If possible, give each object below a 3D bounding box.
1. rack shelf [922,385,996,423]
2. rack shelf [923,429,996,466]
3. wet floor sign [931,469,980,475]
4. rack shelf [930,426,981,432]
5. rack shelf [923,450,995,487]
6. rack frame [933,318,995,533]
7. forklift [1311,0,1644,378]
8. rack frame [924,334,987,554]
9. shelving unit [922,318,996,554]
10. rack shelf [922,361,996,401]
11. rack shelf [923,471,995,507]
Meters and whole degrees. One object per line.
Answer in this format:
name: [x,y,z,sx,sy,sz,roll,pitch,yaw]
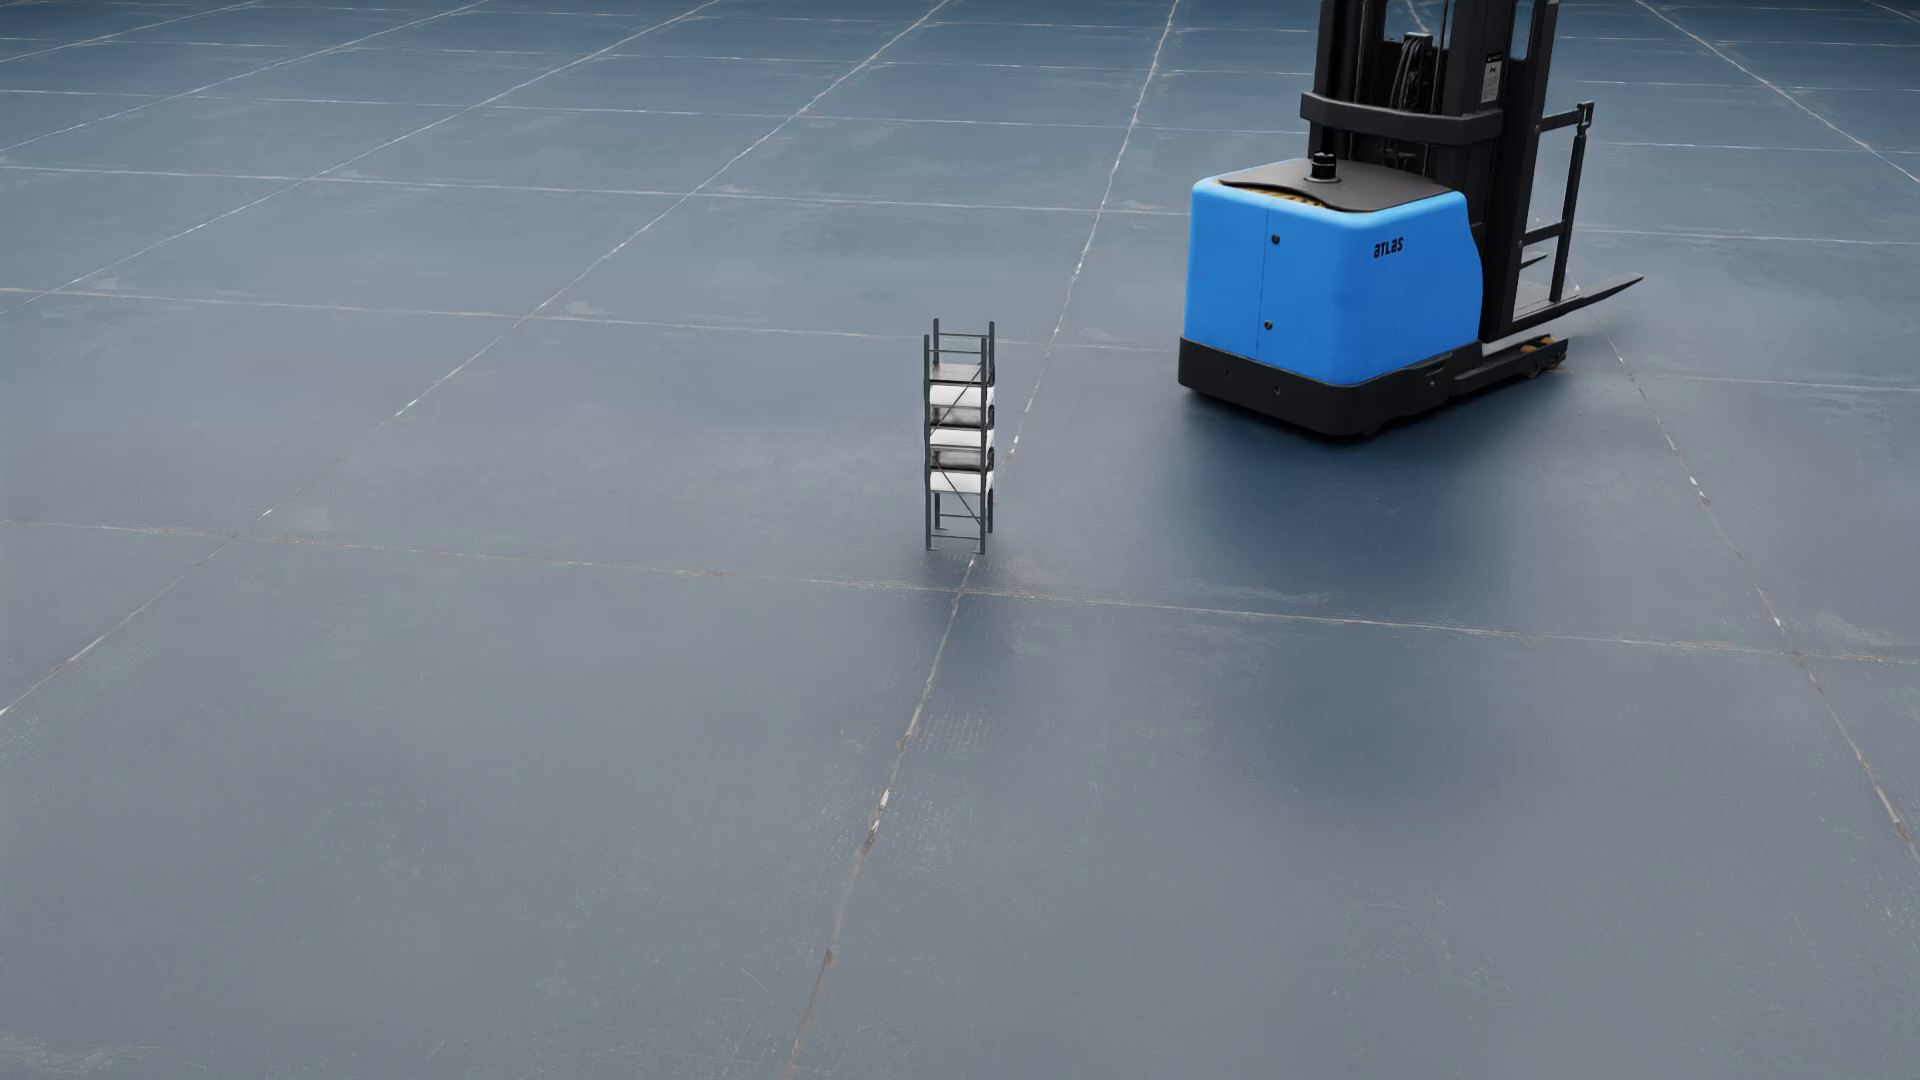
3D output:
rack shelf: [-0.001,-0.537,6.490,0.258,0.077,0.200,4,25,9]
rack shelf: [-0.001,-0.374,6.566,0.258,0.077,0.200,4,25,9]
wet floor sign: [-6.032,0.481,4.962,8.976,0.644,9.326,13,28,26]
rack shelf: [-0.001,-0.469,6.522,0.199,0.015,0.184,4,25,9]
rack shelf: [-0.001,-0.292,6.604,0.258,0.077,0.200,4,25,9]
rack frame: [0.015,-0.447,6.643,0.240,0.900,0.006,4,25,9]
forklift: [2.559,-2.292,8.264,2.937,2.867,1.118,-20,32,-37]
rack frame: [-0.018,-0.362,6.461,0.240,0.900,0.006,4,25,9]
shelving unit: [-0.001,-0.404,6.552,0.258,0.900,0.210,4,25,9]
rack shelf: [-0.001,-0.619,6.452,0.258,0.077,0.200,4,25,9]
rack shelf: [-0.001,-0.211,6.642,0.258,0.077,0.200,4,25,9]
